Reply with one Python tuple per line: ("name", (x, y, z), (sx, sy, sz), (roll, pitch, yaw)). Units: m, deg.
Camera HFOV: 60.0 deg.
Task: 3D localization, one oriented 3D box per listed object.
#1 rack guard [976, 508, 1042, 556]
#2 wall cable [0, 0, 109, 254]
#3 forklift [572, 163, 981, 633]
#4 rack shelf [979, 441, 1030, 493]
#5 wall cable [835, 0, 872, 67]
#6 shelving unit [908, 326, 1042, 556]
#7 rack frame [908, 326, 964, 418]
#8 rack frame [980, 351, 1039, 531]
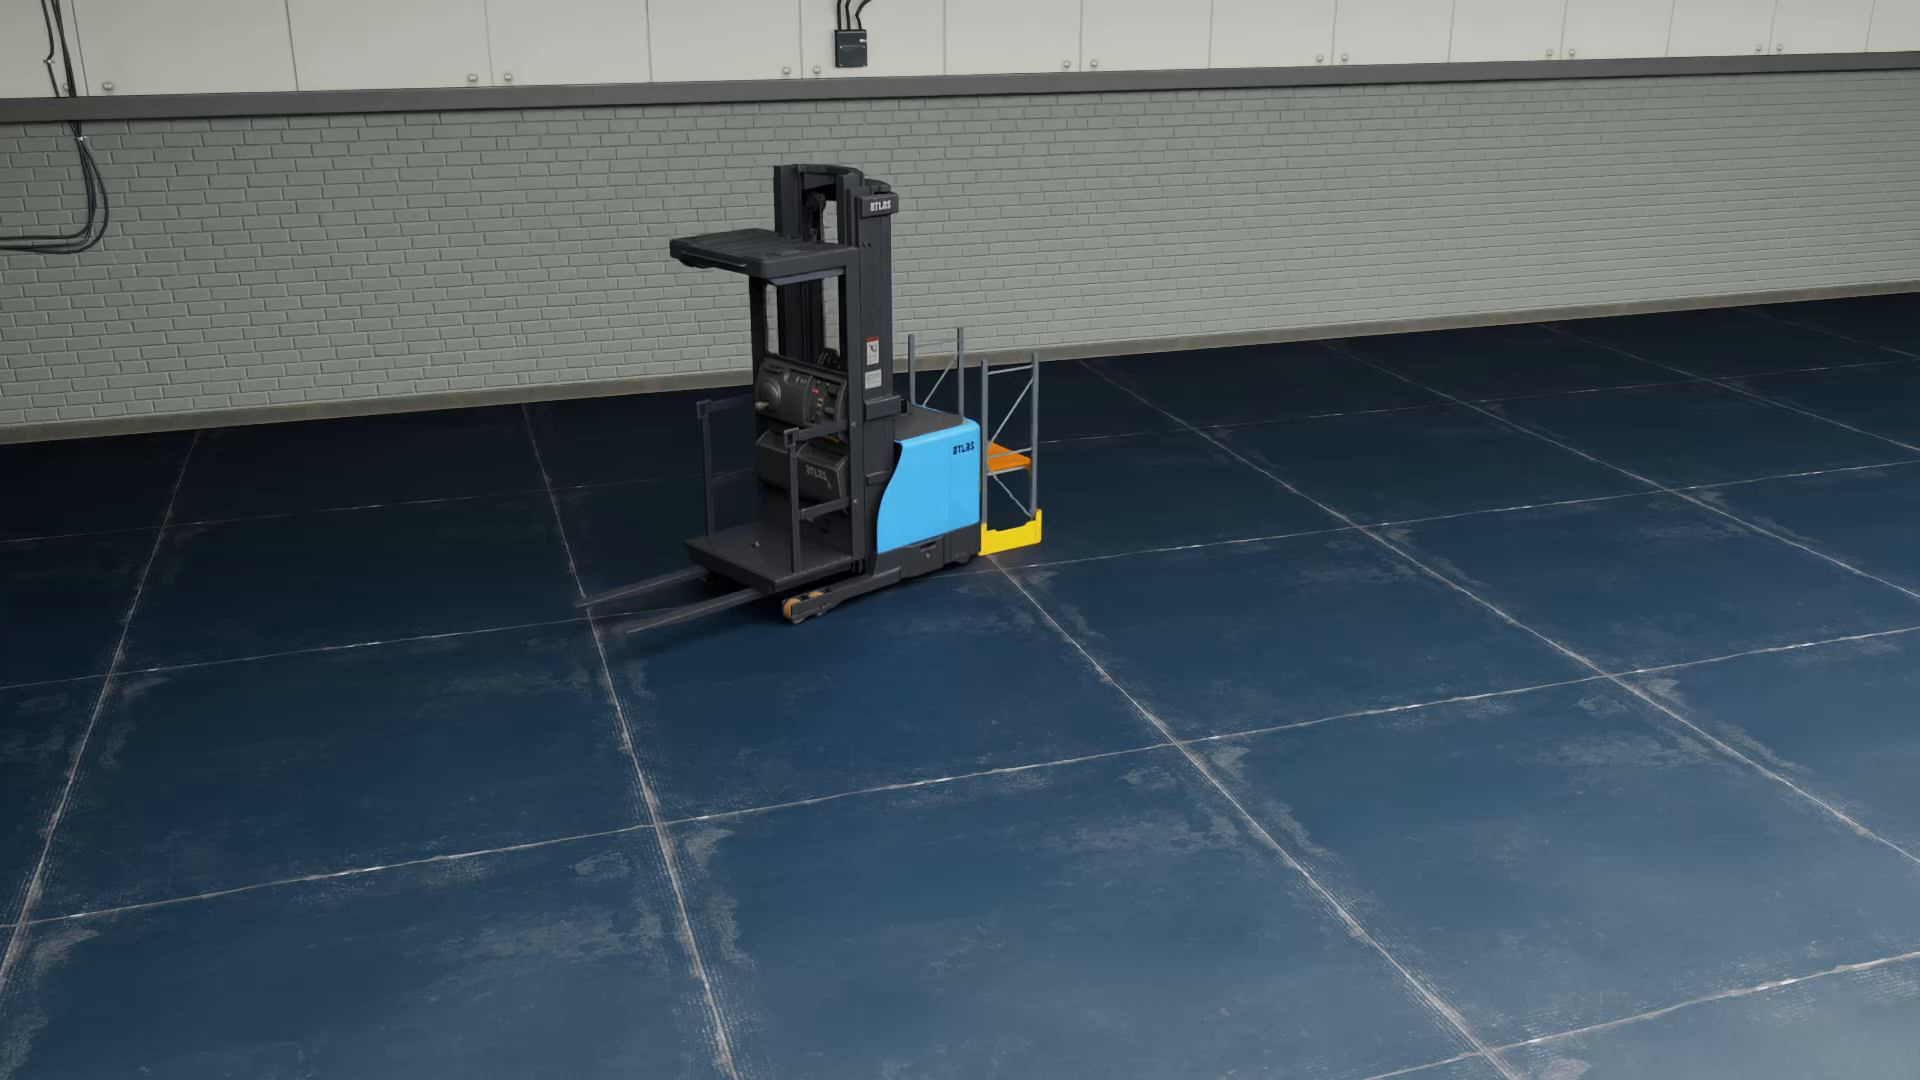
("rack guard", (0.368, -0.063, 12.722), (0.587, 0.250, 0.087), (-12, 23, -31))
("wall cable", (-9.152, -3.616, 14.265), (3.097, 2.526, 0.112), (-6, 21, -17))
("forklift", (-1.258, -1.011, 11.395), (3.031, 2.935, 1.130), (-18, 26, -40))
("rack shelf", (0.090, -0.625, 12.971), (0.538, 0.185, 1.000), (-12, 23, -31))
("wall cable", (-0.134, -7.681, 15.959), (2.305, 6.003, 0.169), (-6, 21, -17))
("shelving unit", (0.095, -0.792, 12.903), (0.587, 1.500, 1.083), (-12, 23, -31))
("rack frame", (-0.189, -0.938, 13.310), (0.500, 1.500, 0.032), (-12, 23, -31))
("rack frame", (0.368, -0.651, 12.510), (0.500, 1.500, 0.032), (-12, 23, -31))
